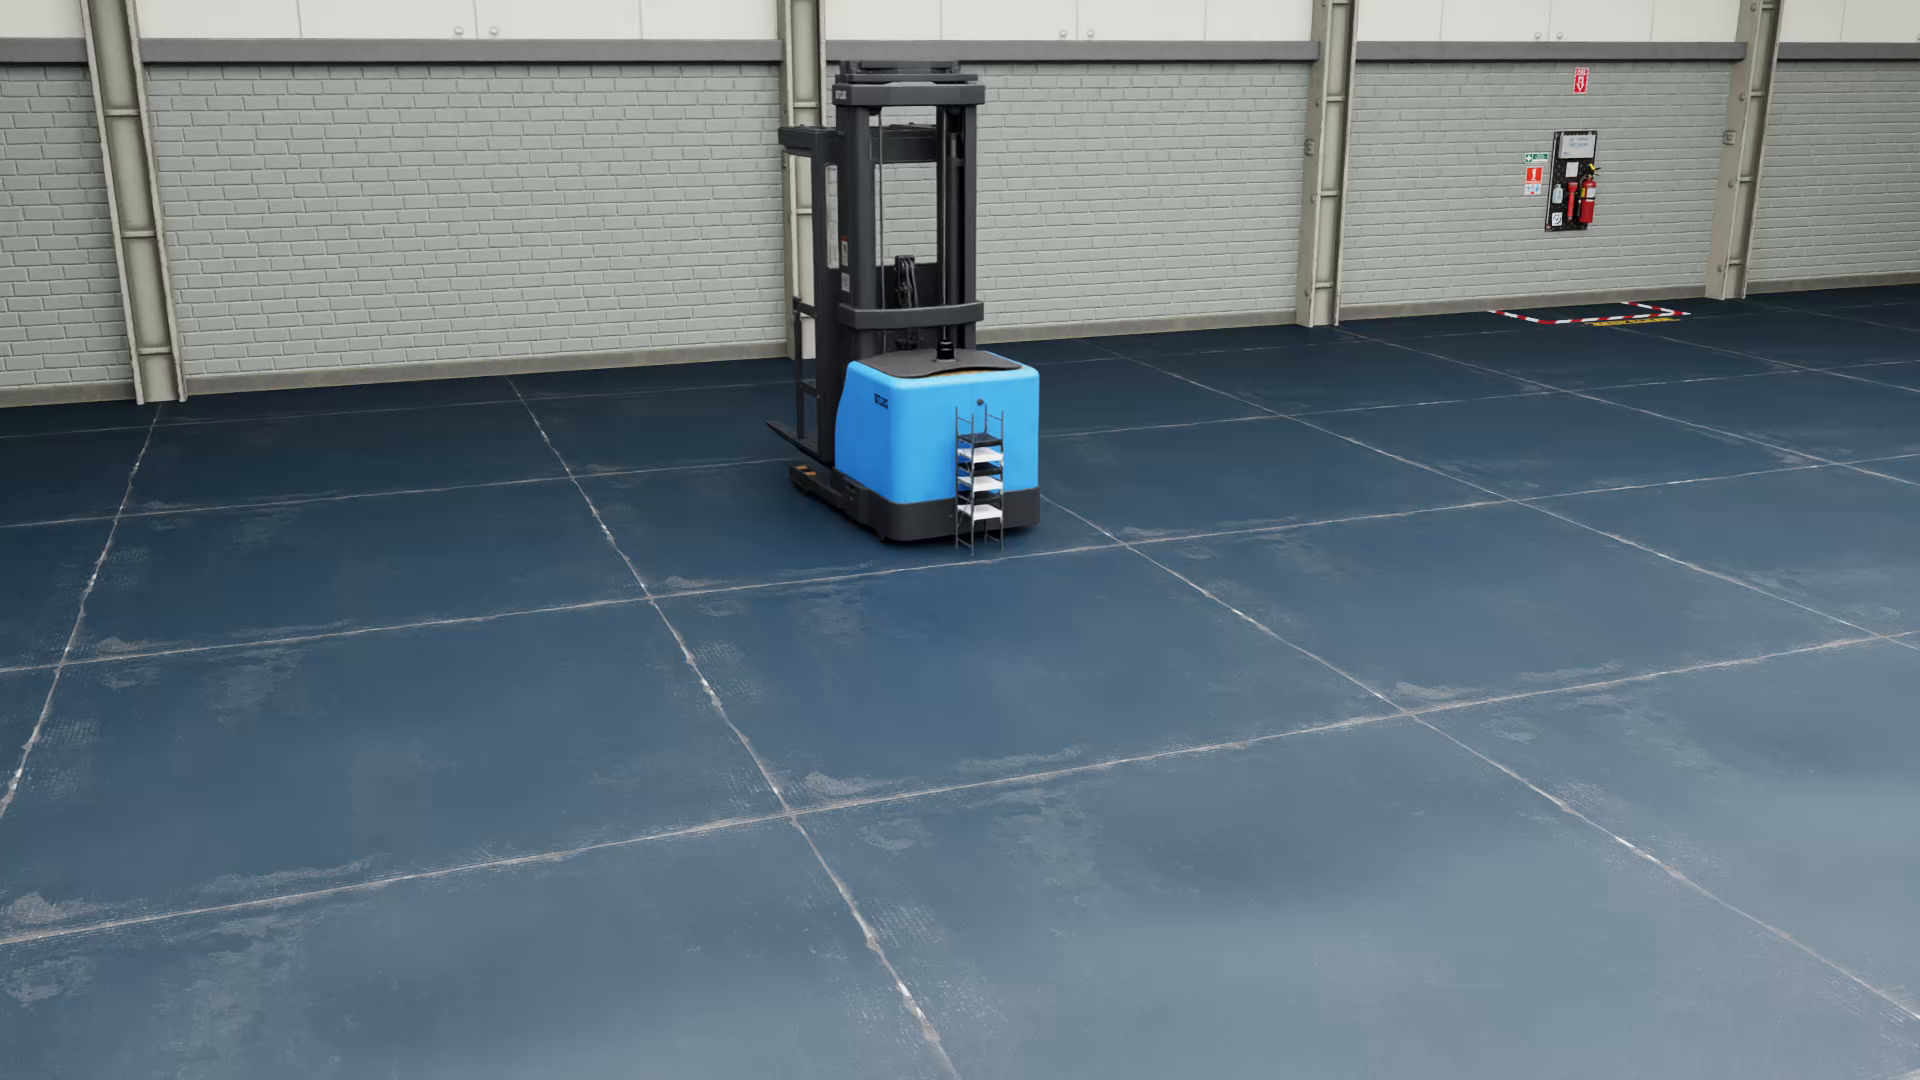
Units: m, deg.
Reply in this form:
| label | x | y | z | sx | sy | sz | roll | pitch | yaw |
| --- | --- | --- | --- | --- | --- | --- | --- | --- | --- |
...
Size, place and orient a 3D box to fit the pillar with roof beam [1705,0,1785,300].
| label | x | y | z | sx | sy | sz | roll | pitch | yaw |
| --- | --- | --- | --- | --- | --- | --- | --- | --- | --- |
| pillar with roof beam | 11.215 | -6.256 | 15.931 | 0.400 | 9.000 | 9.100 | -6 | 17 | -20 |

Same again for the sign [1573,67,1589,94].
| label | x | y | z | sx | sy | sz | roll | pitch | yaw |
| --- | --- | --- | --- | --- | --- | --- | --- | --- | --- |
| sign | 7.311 | -5.409 | 19.579 | 0.199 | 0.298 | 0.001 | -6 | 17 | -20 |

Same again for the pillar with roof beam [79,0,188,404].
| label | x | y | z | sx | sy | sz | roll | pitch | yaw |
| --- | --- | --- | --- | --- | --- | --- | --- | --- | --- |
| pillar with roof beam | -5.593 | -4.441 | 9.751 | 0.400 | 9.000 | 9.100 | -6 | 17 | -20 |

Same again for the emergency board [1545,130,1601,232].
| label | x | y | z | sx | sy | sz | roll | pitch | yaw |
| --- | --- | --- | --- | --- | --- | --- | --- | --- | --- |
| emergency board | 7.354 | -4.271 | 19.819 | 0.643 | 1.169 | 0.194 | -6 | 17 | -20 |

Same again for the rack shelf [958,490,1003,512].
| label | x | y | z | sx | sy | sz | roll | pitch | yaw |
| --- | --- | --- | --- | --- | --- | --- | --- | --- | --- |
| rack shelf | 0.117 | -0.250 | 10.290 | 0.200 | 0.077 | 0.258 | -8 | 18 | -25 |

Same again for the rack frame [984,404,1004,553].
| label | x | y | z | sx | sy | sz | roll | pitch | yaw |
| --- | --- | --- | --- | --- | --- | --- | --- | --- | --- |
| rack frame | 0.208 | -0.381 | 10.299 | 0.006 | 0.900 | 0.240 | -8 | 18 | -25 |

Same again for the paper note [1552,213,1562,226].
| label | x | y | z | sx | sy | sz | roll | pitch | yaw |
| --- | --- | --- | --- | --- | --- | --- | --- | --- | --- |
| paper note | 7.164 | -3.849 | 19.945 | 0.142 | 0.148 | 0.016 | -6 | 17 | -20 |

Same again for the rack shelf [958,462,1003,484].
| label | x | y | z | sx | sy | sz | roll | pitch | yaw |
| --- | --- | --- | --- | --- | --- | --- | --- | --- | --- |
| rack shelf | 0.117 | -0.423 | 10.239 | 0.200 | 0.077 | 0.258 | -8 | 18 | -25 |

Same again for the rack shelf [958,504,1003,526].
| label | x | y | z | sx | sy | sz | roll | pitch | yaw |
| --- | --- | --- | --- | --- | --- | --- | --- | --- | --- |
| rack shelf | 0.117 | -0.164 | 10.315 | 0.200 | 0.077 | 0.258 | -8 | 18 | -25 |

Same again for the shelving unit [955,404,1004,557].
| label | x | y | z | sx | sy | sz | roll | pitch | yaw |
| --- | --- | --- | --- | --- | --- | --- | --- | --- | --- |
| shelving unit | 0.117 | -0.368 | 10.255 | 0.210 | 0.900 | 0.258 | -8 | 18 | -25 |

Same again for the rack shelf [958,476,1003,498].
| label | x | y | z | sx | sy | sz | roll | pitch | yaw |
| --- | --- | --- | --- | --- | --- | --- | --- | --- | --- |
| rack shelf | 0.117 | -0.336 | 10.265 | 0.200 | 0.077 | 0.258 | -8 | 18 | -25 |

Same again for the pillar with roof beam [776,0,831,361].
| label | x | y | z | sx | sy | sz | roll | pitch | yaw |
| --- | --- | --- | --- | --- | --- | --- | --- | --- | --- |
| pillar with roof beam | 0.010 | -5.046 | 11.811 | 0.400 | 9.000 | 9.100 | -6 | 17 | -20 |

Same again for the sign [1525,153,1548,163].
| label | x | y | z | sx | sy | sz | roll | pitch | yaw |
| --- | --- | --- | --- | --- | --- | --- | --- | --- | --- |
| sign | 6.808 | -4.512 | 19.636 | 0.331 | 0.109 | 0.001 | -6 | 17 | -20 |

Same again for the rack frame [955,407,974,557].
| label | x | y | z | sx | sy | sz | roll | pitch | yaw |
| --- | --- | --- | --- | --- | --- | --- | --- | --- | --- |
| rack frame | 0.026 | -0.356 | 10.212 | 0.006 | 0.900 | 0.240 | -8 | 18 | -25 |

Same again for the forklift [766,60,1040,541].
| label | x | y | z | sx | sy | sz | roll | pitch | yaw |
| --- | --- | --- | --- | --- | --- | --- | --- | --- | --- |
| forklift | -0.565 | -1.769 | 11.420 | 1.130 | 2.935 | 3.031 | -7 | 18 | -24 |

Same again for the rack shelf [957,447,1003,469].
| label | x | y | z | sx | sy | sz | roll | pitch | yaw |
| --- | --- | --- | --- | --- | --- | --- | --- | --- | --- |
| rack shelf | 0.117 | -0.509 | 10.214 | 0.200 | 0.077 | 0.258 | -8 | 18 | -25 |

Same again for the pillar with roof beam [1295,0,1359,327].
| label | x | y | z | sx | sy | sz | roll | pitch | yaw |
| --- | --- | --- | --- | --- | --- | --- | --- | --- | --- |
| pillar with roof beam | 5.613 | -5.651 | 13.871 | 0.400 | 9.000 | 9.100 | -6 | 17 | -20 |

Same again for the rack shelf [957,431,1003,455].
| label | x | y | z | sx | sy | sz | roll | pitch | yaw |
| --- | --- | --- | --- | --- | --- | --- | --- | --- | --- |
| rack shelf | 0.117 | -0.595 | 10.189 | 0.200 | 0.077 | 0.258 | -8 | 18 | -25 |

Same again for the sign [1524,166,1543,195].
| label | x | y | z | sx | sy | sz | roll | pitch | yaw |
| --- | --- | --- | --- | --- | --- | --- | --- | --- | --- |
| sign | 6.800 | -4.260 | 19.717 | 0.234 | 0.329 | 0.001 | -6 | 17 | -20 |
